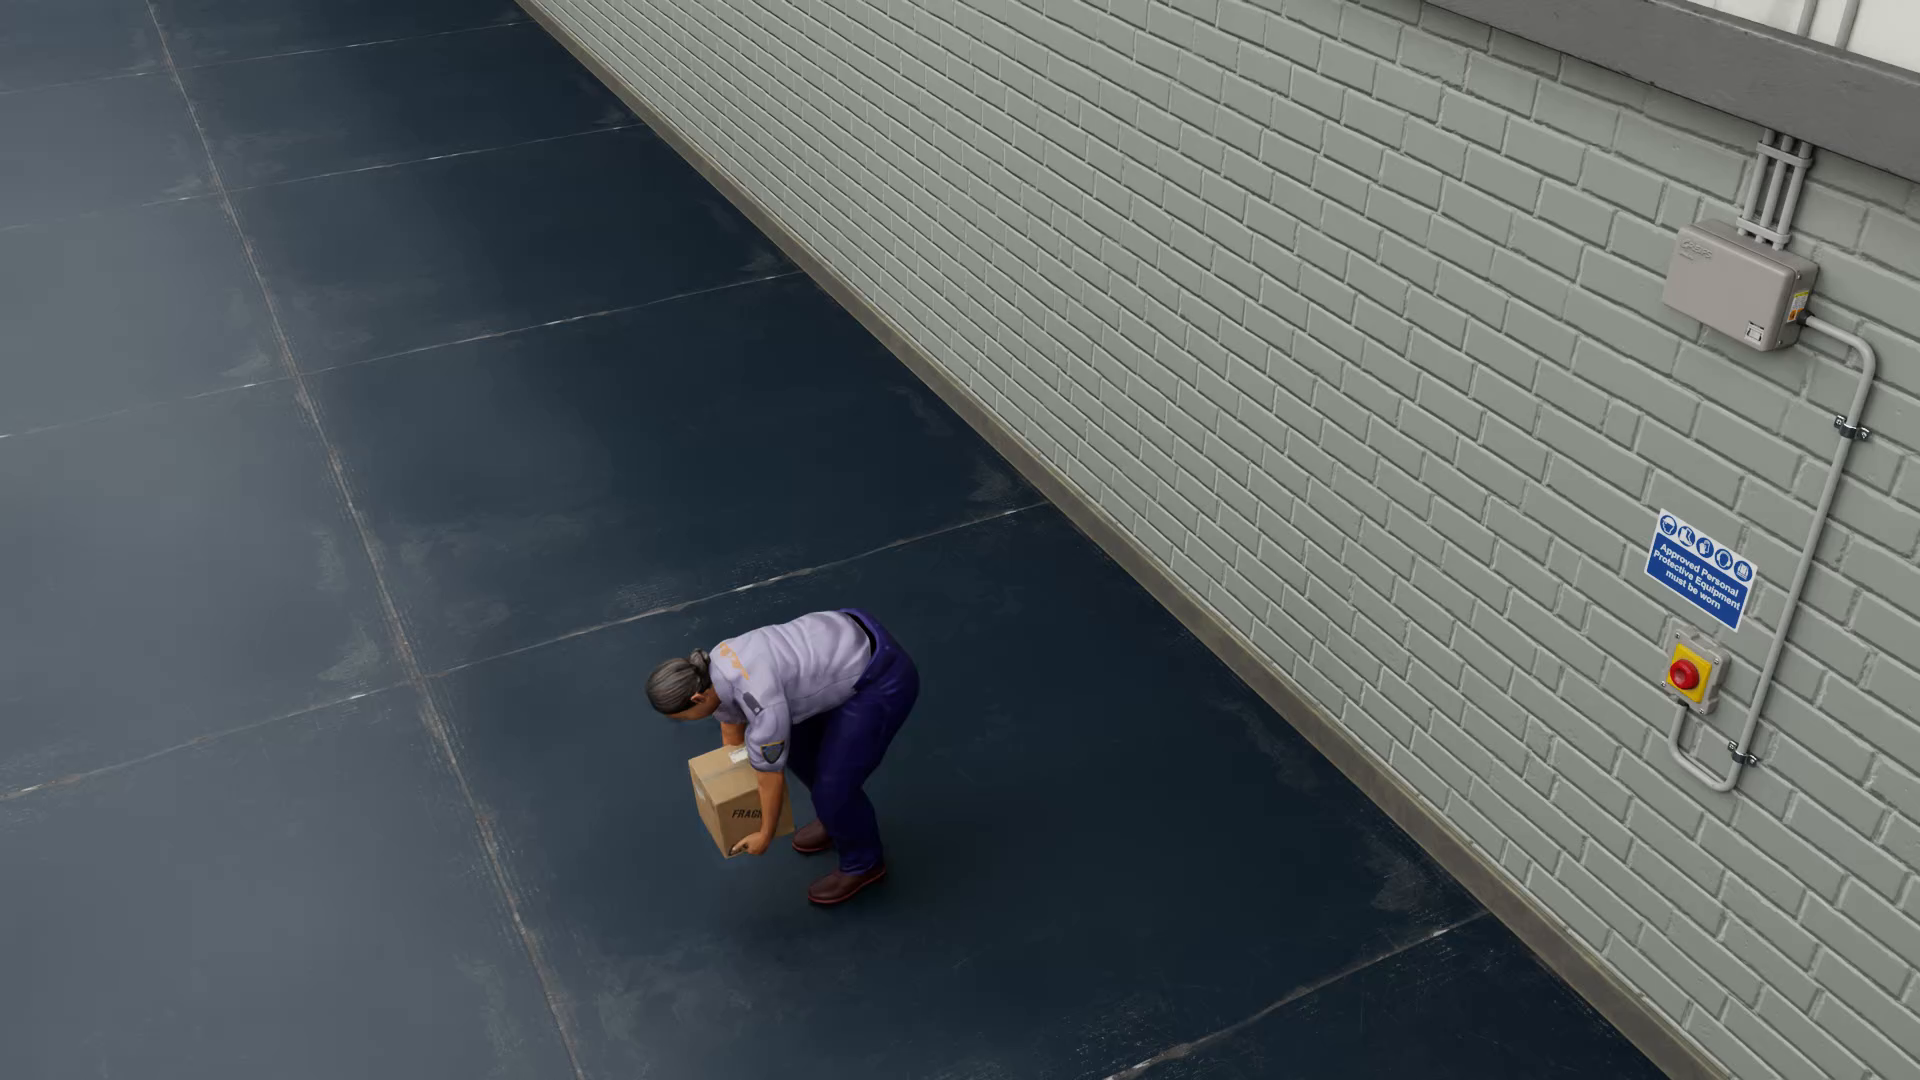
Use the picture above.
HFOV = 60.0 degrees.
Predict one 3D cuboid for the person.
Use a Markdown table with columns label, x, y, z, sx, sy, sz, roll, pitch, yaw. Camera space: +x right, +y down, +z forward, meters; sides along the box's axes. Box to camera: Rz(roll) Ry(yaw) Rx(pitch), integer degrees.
| label | x | y | z | sx | sy | sz | roll | pitch | yaw |
| --- | --- | --- | --- | --- | --- | --- | --- | --- | --- |
| person | -0.577 | 0.736 | 5.547 | 0.898 | 1.088 | 0.459 | -17 | 37 | -24 |
